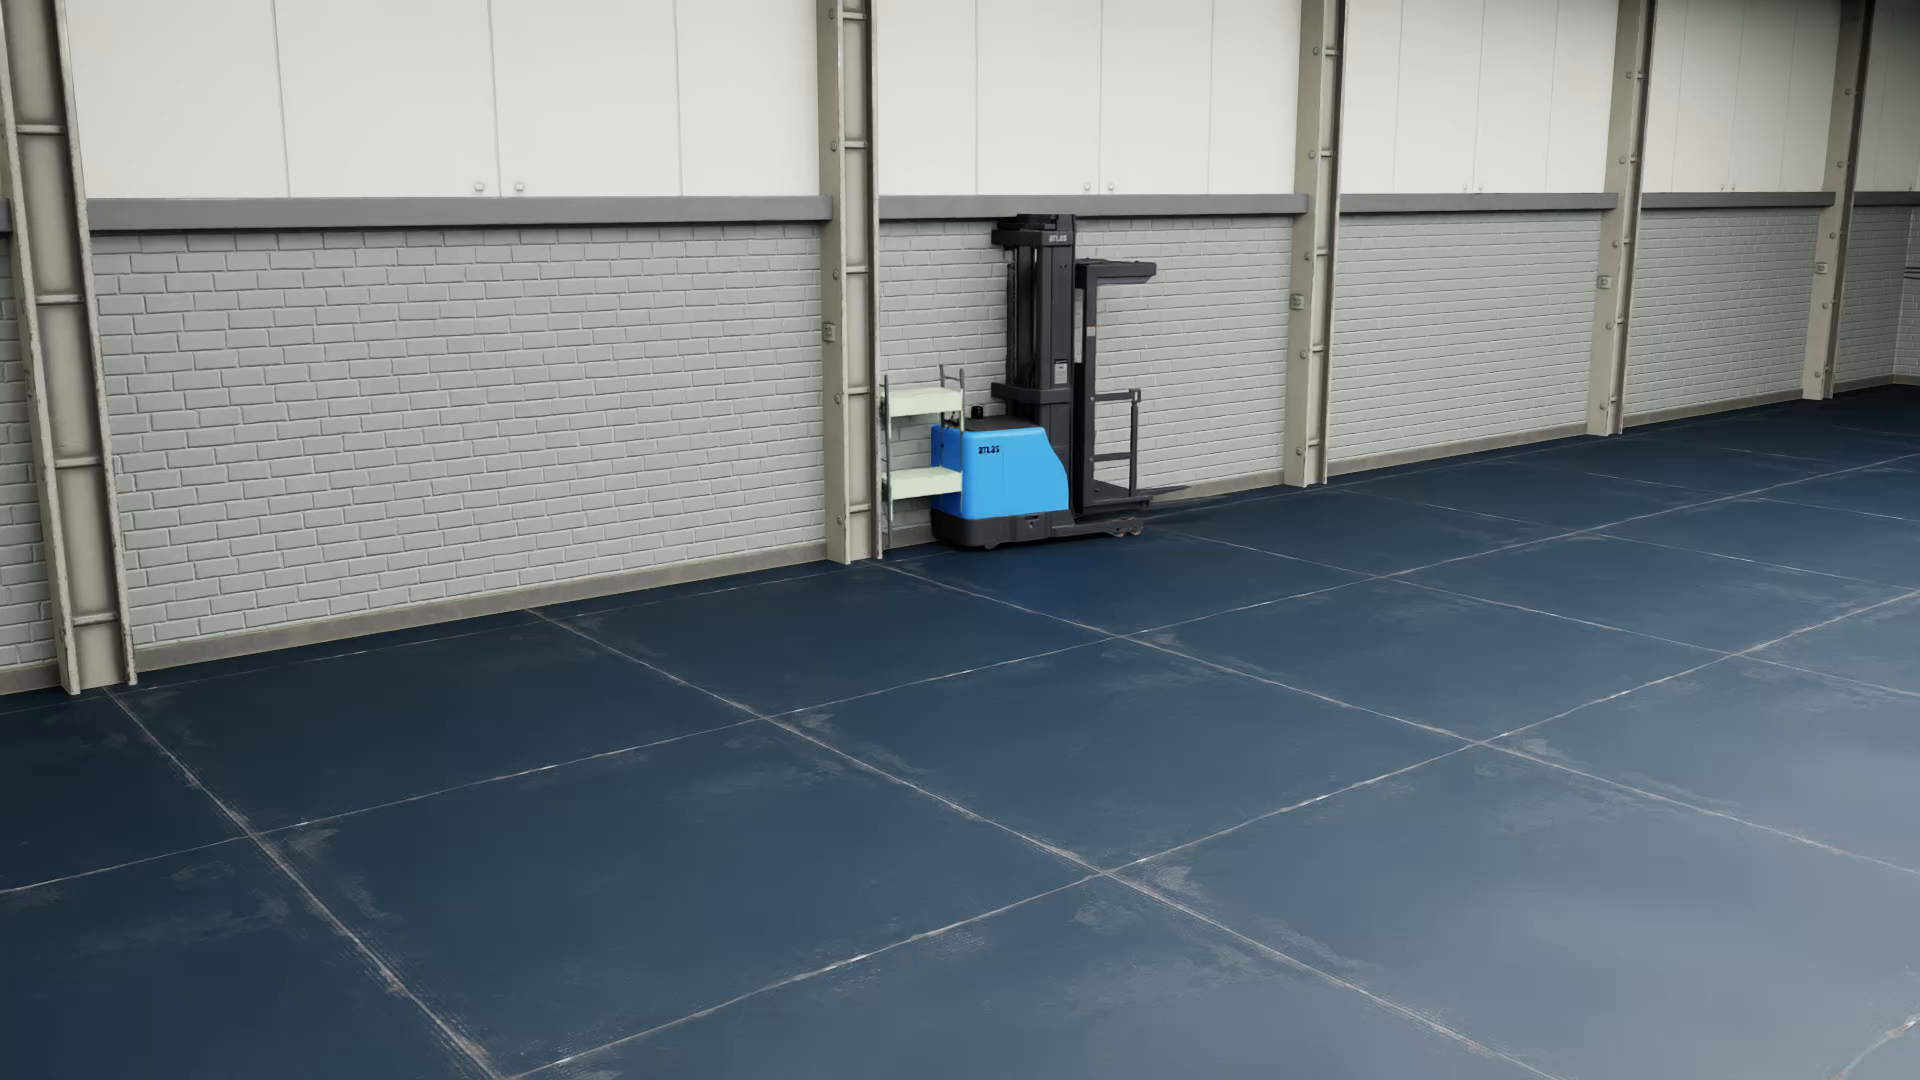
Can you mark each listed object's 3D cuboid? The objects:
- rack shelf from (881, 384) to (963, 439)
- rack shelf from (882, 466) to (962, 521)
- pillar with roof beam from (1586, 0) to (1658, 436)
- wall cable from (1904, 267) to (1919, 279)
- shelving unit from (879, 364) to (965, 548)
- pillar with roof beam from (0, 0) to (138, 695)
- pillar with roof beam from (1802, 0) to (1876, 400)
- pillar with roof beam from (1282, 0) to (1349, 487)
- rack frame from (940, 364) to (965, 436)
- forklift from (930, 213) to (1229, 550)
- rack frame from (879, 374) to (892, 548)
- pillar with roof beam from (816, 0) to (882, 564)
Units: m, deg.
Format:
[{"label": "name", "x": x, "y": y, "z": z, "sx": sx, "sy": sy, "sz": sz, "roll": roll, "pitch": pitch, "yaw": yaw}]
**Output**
[{"label": "rack shelf", "x": -0.388, "y": -1.124, "z": 14.455, "sx": 0.720, "sy": 0.370, "sz": 0.431, "roll": -8, "pitch": 15, "yaw": -28}, {"label": "rack shelf", "x": -0.377, "y": -0.426, "z": 14.614, "sx": 0.720, "sy": 0.370, "sz": 0.431, "roll": -8, "pitch": 15, "yaw": -28}, {"label": "pillar with roof beam", "x": 11.136, "y": -5.102, "z": 17.611, "sx": 0.400, "sy": 9.000, "sz": 9.100, "roll": -9, "pitch": 15, "yaw": -38}, {"label": "wall cable", "x": 16.258, "y": -5.227, "z": 25.678, "sx": 0.112, "sy": 2.526, "sz": 3.097, "roll": -9, "pitch": 15, "yaw": -38}, {"label": "shelving unit", "x": -0.382, "y": -0.744, "z": 14.542, "sx": 0.755, "sy": 1.500, "sz": 0.431, "roll": -8, "pitch": 15, "yaw": -28}, {"label": "pillar with roof beam", "x": -2.920, "y": -2.766, "z": 6.611, "sx": 0.400, "sy": 9.000, "sz": 9.100, "roll": -9, "pitch": 15, "yaw": -38}, {"label": "pillar with roof beam", "x": 15.821, "y": -5.880, "z": 21.277, "sx": 0.400, "sy": 9.000, "sz": 9.100, "roll": -9, "pitch": 15, "yaw": -38}, {"label": "pillar with roof beam", "x": 6.451, "y": -4.323, "z": 13.944, "sx": 0.400, "sy": 9.000, "sz": 9.100, "roll": -9, "pitch": 15, "yaw": -38}, {"label": "rack frame", "x": -0.062, "y": -0.788, "z": 14.714, "sx": 0.023, "sy": 1.500, "sz": 0.400, "roll": -8, "pitch": 15, "yaw": -28}, {"label": "forklift", "x": 1.130, "y": -1.547, "z": 15.480, "sx": 3.031, "sy": 2.935, "sz": 1.130, "roll": -7, "pitch": 14, "yaw": -28}, {"label": "rack frame", "x": -0.702, "y": -0.700, "z": 14.369, "sx": 0.023, "sy": 1.500, "sz": 0.400, "roll": -8, "pitch": 15, "yaw": -28}, {"label": "pillar with roof beam", "x": 1.765, "y": -3.544, "z": 10.278, "sx": 0.400, "sy": 9.000, "sz": 9.100, "roll": -9, "pitch": 15, "yaw": -38}]
